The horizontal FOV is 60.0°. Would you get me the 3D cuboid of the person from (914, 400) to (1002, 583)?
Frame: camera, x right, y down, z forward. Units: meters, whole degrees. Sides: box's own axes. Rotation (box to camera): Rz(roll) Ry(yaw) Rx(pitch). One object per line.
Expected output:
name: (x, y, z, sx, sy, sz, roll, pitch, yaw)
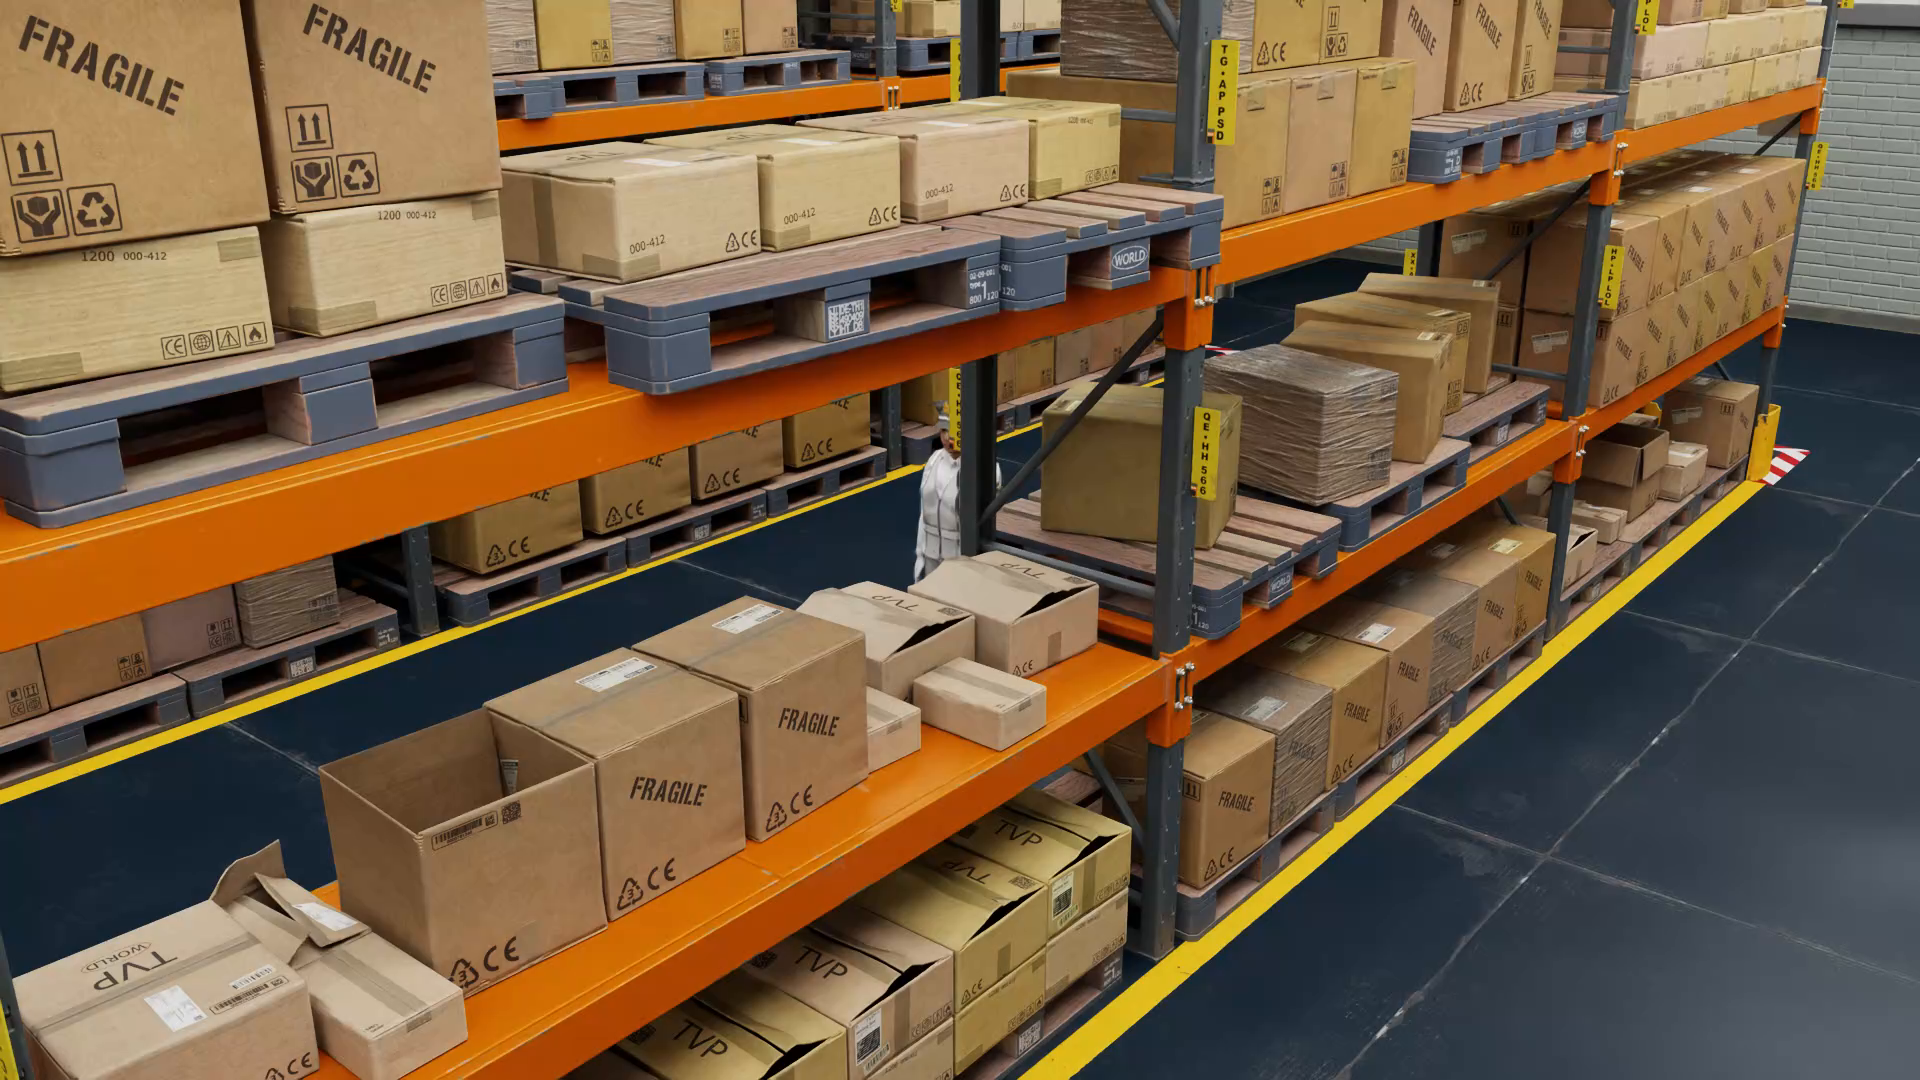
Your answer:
person: (-0.022, 0.144, 8.229, 0.517, 1.737, 0.389, 16, 26, 37)
